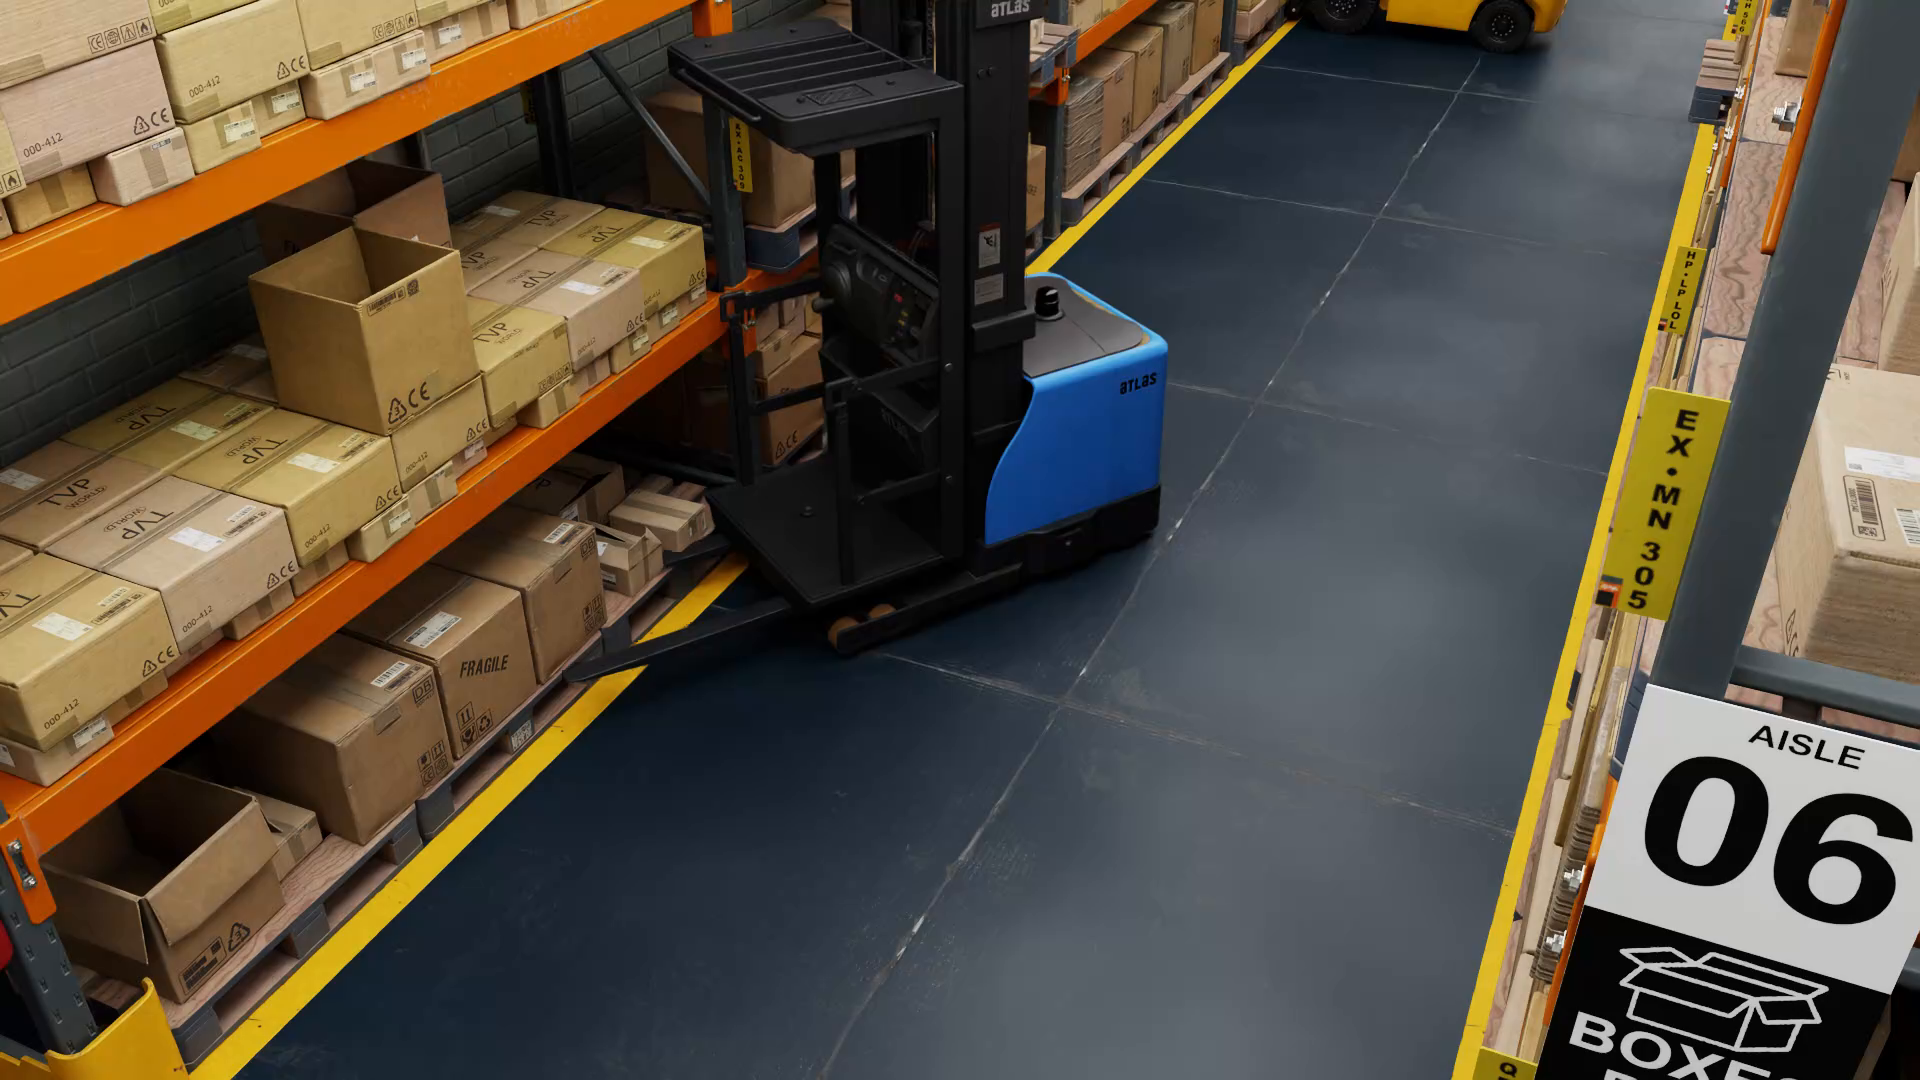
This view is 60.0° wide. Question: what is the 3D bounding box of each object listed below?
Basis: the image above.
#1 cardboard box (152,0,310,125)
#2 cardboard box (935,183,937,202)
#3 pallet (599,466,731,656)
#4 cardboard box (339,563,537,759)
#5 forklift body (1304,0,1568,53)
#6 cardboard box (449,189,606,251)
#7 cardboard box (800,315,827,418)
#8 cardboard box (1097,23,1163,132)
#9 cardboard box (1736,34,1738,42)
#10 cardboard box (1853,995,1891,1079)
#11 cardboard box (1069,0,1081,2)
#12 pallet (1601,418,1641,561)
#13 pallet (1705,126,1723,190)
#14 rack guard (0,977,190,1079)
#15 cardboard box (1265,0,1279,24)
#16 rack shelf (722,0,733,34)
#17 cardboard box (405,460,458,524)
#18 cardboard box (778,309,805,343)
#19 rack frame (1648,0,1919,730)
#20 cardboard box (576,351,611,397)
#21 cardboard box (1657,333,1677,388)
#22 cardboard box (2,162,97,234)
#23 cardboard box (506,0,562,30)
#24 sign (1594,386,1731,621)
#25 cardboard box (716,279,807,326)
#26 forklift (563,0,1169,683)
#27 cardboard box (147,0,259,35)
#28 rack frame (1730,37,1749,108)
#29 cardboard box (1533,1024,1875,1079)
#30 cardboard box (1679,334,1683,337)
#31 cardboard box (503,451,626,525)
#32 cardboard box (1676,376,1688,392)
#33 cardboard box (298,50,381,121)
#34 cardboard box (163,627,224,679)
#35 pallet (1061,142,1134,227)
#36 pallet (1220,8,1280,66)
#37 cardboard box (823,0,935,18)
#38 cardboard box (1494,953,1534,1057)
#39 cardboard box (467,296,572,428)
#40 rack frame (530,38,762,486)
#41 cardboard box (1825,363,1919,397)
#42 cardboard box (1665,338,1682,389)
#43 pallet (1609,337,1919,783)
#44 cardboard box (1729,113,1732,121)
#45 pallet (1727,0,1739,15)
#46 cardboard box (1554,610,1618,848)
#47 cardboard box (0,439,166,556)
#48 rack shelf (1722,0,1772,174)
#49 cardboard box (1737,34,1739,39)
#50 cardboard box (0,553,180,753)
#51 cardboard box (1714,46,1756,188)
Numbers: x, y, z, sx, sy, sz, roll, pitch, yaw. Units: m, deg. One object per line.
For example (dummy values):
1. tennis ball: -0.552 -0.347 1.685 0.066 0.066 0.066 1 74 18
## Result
1. cardboard box: -2.281 -1.438 4.838 0.500 0.250 0.500 13 35 19
2. cardboard box: -0.256 -2.026 9.910 0.380 0.149 0.250 14 36 20
3. pallet: -1.749 0.062 7.963 1.003 0.211 1.213 14 36 20
4. cardboard box: -2.087 0.476 6.686 0.500 0.500 0.500 15 36 21
5. forklift body: 4.423 -5.705 14.989 2.313 2.155 1.214 14 36 20
6. cardboard box: -1.913 -1.323 7.398 0.500 0.250 0.500 14 36 20
7. cardboard box: -0.840 -1.033 8.987 0.500 0.500 0.500 14 36 20
8. cardboard box: 1.034 -3.591 12.774 0.875 0.625 0.625 13 35 19
9. cardboard box: 6.613 -3.943 13.652 0.500 0.250 0.500 13 36 19
10. cardboard box: 1.344 0.727 2.811 0.380 0.149 0.250 15 36 21
11. cardboard box: 0.643 -3.744 10.905 0.500 0.250 0.500 14 36 20
12. pallet: 3.813 -0.155 8.293 1.003 0.211 1.213 14 36 20
13. pallet: 6.072 -2.739 12.235 1.003 0.211 1.213 14 36 20
14. rack guard: -3.103 1.553 5.425 1.175 0.500 0.348 14 36 20
15. cardboard box: 2.588 -4.878 15.078 0.500 0.250 0.500 13 36 19
16. rack shelf: -0.624 -3.396 8.614 1.077 0.370 4.000 14 36 20
17. cardboard box: -2.072 -0.216 6.073 0.380 0.149 0.250 15 36 22
18. cardboard box: -1.023 -1.121 8.529 0.380 0.149 0.250 13 35 19
19. rack frame: 1.376 -0.826 1.303 1.000 3.000 0.127 14 36 20
20. cardboard box: -1.675 -0.730 6.857 0.380 0.149 0.250 15 36 22
21. cardboard box: 3.607 -0.375 7.641 0.875 0.875 0.875 15 36 22
22. cardboard box: -2.581 -0.969 4.486 0.380 0.149 0.250 14 36 21
23. cardboard box: -1.675 -1.974 6.019 0.380 0.149 0.250 14 36 20
24. sign: 0.889 -0.040 2.105 0.100 0.325 0.005 14 36 20
25. cardboard box: -1.004 -1.230 8.424 0.380 0.149 0.250 12 35 18
26. forklift: -0.534 -1.043 7.167 3.031 2.935 1.130 -19 38 -27
27. cardboard box: -2.293 -1.645 4.697 0.500 0.250 0.500 14 36 20
28. rack frame: 4.723 -2.301 9.024 1.000 3.000 0.127 14 36 20
29. cardboard box: 1.361 0.928 3.096 0.500 0.500 0.500 15 36 22
30. cardboard box: 3.215 -0.982 6.692 0.500 0.250 0.500 15 36 22
31. cardboard box: -1.952 -0.223 7.923 0.500 0.311 0.500 15 36 22
32. cardboard box: 2.188 -0.085 4.641 0.500 0.500 0.500 15 36 21
33. cardboard box: -2.060 -1.450 5.219 0.380 0.149 0.250 14 36 21
34. cardboard box: -2.605 0.274 5.326 0.380 0.149 0.250 14 36 20
35. pallet: 0.593 -2.673 12.134 1.003 0.211 1.213 14 36 20
36. pallet: 2.257 -4.651 15.150 1.003 0.211 1.213 14 36 20
37. cardboard box: -0.302 -2.802 9.310 0.797 0.503 0.637 13 36 19
38. cardboard box: 1.936 1.769 4.770 0.875 0.438 0.875 15 36 22
39. cardboard box: -1.869 -0.700 6.448 0.500 0.250 0.500 14 36 20
40. rack frame: -1.461 -1.446 7.720 1.000 3.000 0.127 14 36 20
41. cardboard box: 1.585 -0.156 2.772 0.380 0.149 0.250 11 35 17
42. cardboard box: 3.008 -0.528 6.456 0.500 0.250 0.500 13 36 19
43. pallet: 1.676 0.094 2.717 1.003 0.211 1.213 14 36 20
44. cardboard box: 4.069 -1.995 8.238 0.500 0.250 0.500 15 36 22
45. pallet: 5.944 -3.866 11.586 1.003 0.211 1.213 14 36 20
46. cardboard box: 1.971 0.575 4.546 0.500 0.500 0.500 15 36 22
47. cardboard box: -2.966 -0.062 5.475 0.500 0.250 0.500 14 36 21
48. rack shelf: 3.886 -2.259 6.880 1.077 0.370 4.000 14 36 20
49. cardboard box: 4.972 -3.139 10.148 0.380 0.149 0.250 15 36 21
50. cardboard box: -2.700 0.320 4.892 0.500 0.250 0.500 14 36 21
51. cardboard box: 3.651 -1.818 7.284 0.500 0.500 0.500 15 36 21
